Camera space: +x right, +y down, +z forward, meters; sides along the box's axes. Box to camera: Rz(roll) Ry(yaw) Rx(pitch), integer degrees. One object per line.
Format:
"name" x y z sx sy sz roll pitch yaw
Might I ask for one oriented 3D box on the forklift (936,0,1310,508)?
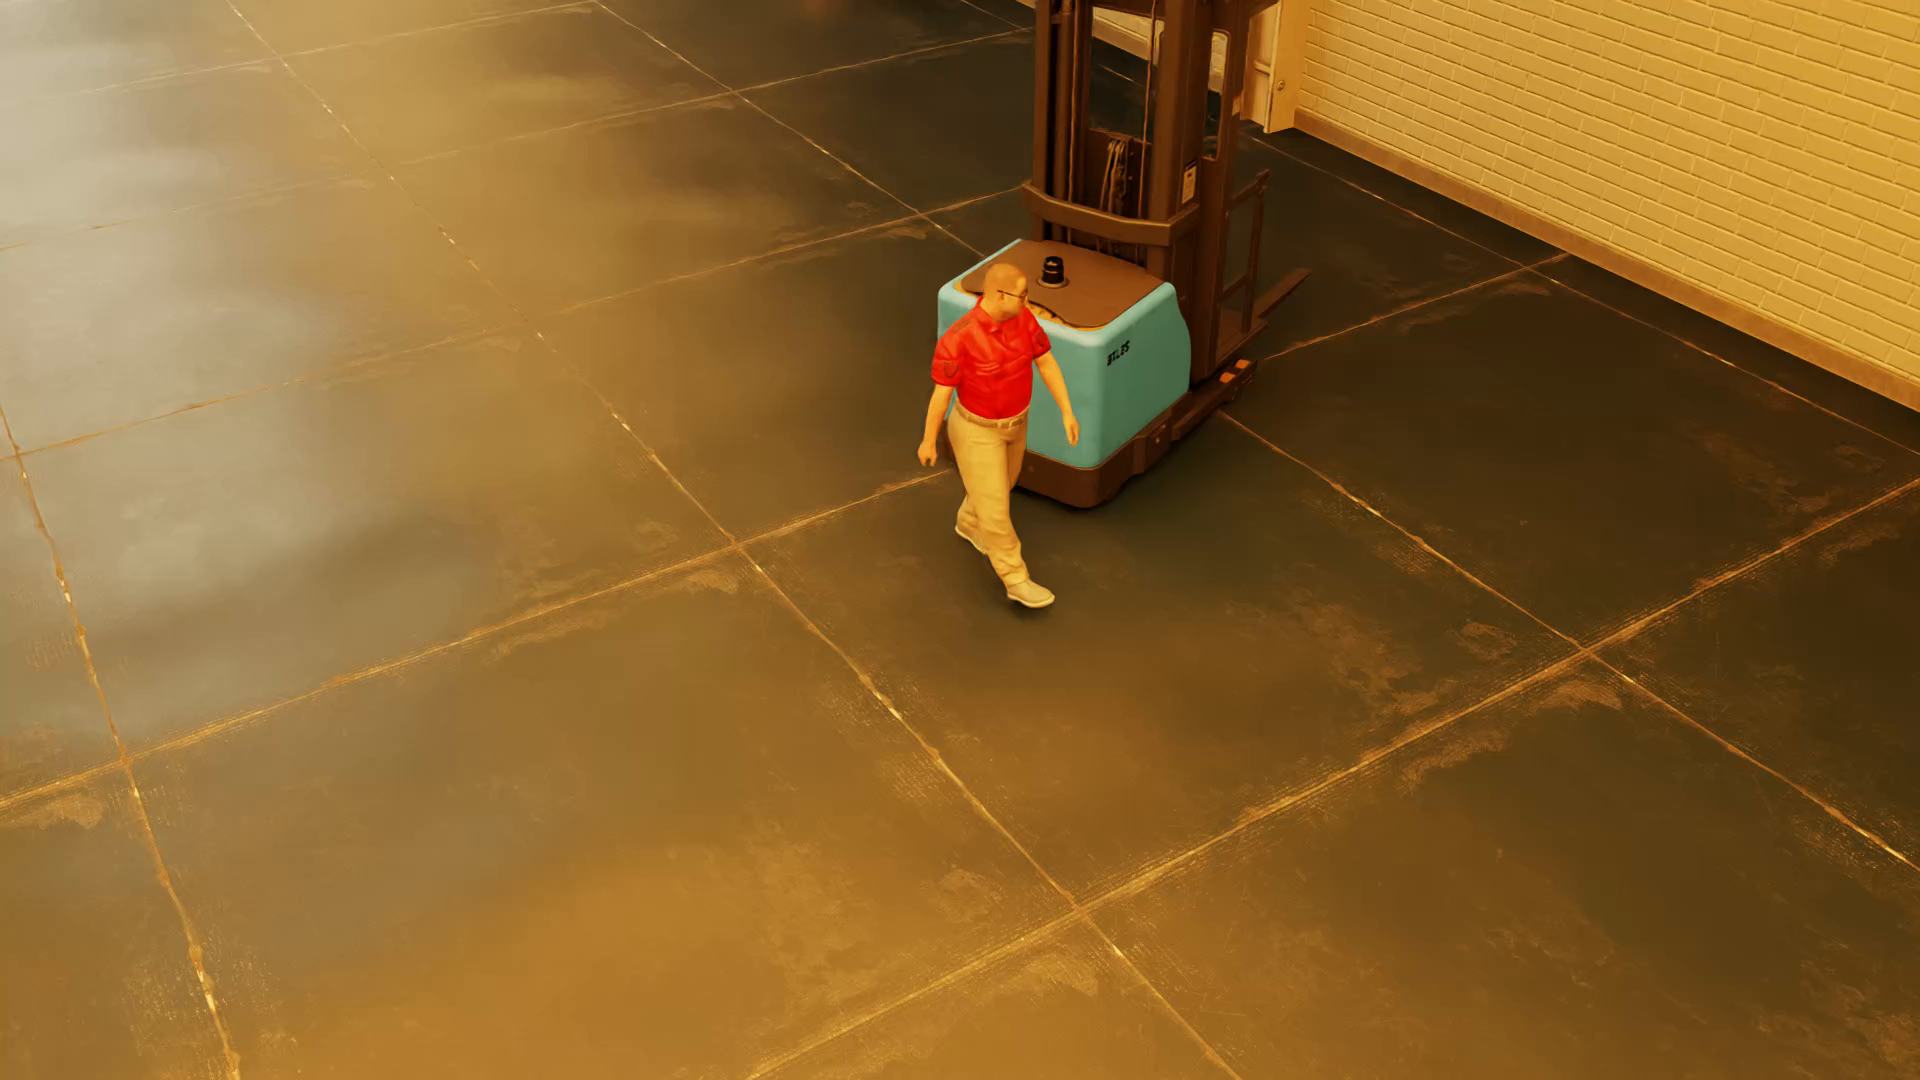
"forklift" 1.129 -2.171 9.237 1.130 2.935 3.031 22 41 28

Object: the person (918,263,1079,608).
"person" 0.208 -0.503 7.958 0.692 1.679 0.891 -30 45 -35
